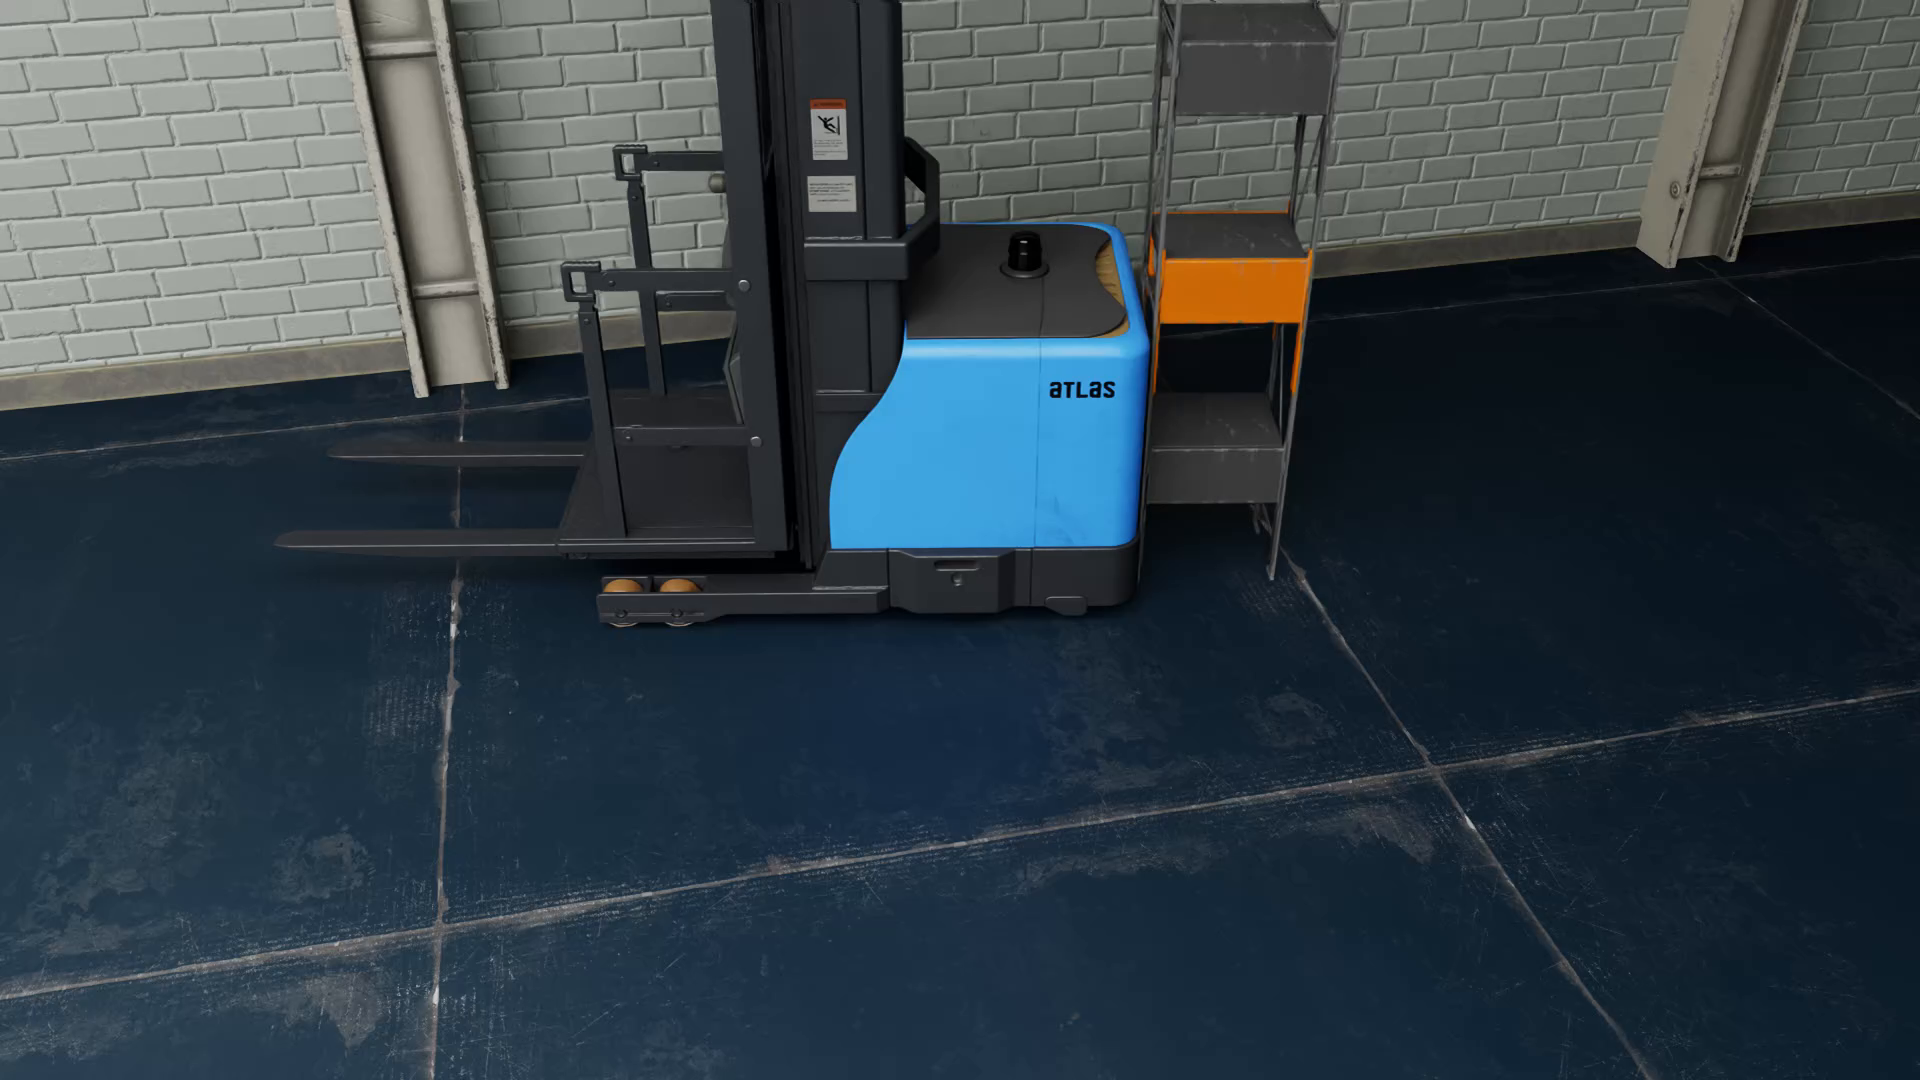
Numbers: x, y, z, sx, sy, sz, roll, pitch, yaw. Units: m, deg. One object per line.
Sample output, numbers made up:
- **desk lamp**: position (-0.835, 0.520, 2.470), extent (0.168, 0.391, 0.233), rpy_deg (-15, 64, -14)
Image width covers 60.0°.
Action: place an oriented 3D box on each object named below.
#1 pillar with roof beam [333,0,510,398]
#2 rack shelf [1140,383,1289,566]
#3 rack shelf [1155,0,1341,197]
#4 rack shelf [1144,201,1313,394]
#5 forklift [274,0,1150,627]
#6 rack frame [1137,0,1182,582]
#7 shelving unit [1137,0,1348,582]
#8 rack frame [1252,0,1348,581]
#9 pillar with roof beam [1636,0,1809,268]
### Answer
- **pillar with roof beam**: position (-1.236, -2.117, 1.329), extent (0.400, 9.000, 9.100), rpy_deg (-7, 35, -11)
- **rack shelf**: position (0.884, -0.239, 6.003), extent (0.480, 0.518, 0.431), rpy_deg (0, 34, -1)
- **rack shelf**: position (0.884, -1.402, 5.223), extent (0.480, 0.518, 0.431), rpy_deg (0, 34, -1)
- **rack shelf**: position (0.884, -0.820, 5.613), extent (0.480, 0.518, 0.431), rpy_deg (0, 34, -1)
- **forklift**: position (-0.897, -1.211, 5.424), extent (3.031, 2.935, 1.130), rpy_deg (0, 34, -1)
- **rack frame**: position (0.640, -0.830, 5.602), extent (0.015, 2.100, 0.400), rpy_deg (0, 34, -1)
- **shelving unit**: position (0.884, -0.832, 5.605), extent (0.503, 2.100, 0.431), rpy_deg (0, 34, -1)
- **rack frame**: position (1.128, -0.833, 5.608), extent (0.015, 2.100, 0.400), rpy_deg (0, 34, -1)
- **pillar with roof beam**: position (4.617, -2.855, 2.428), extent (0.400, 9.000, 9.100), rpy_deg (-7, 35, -11)
